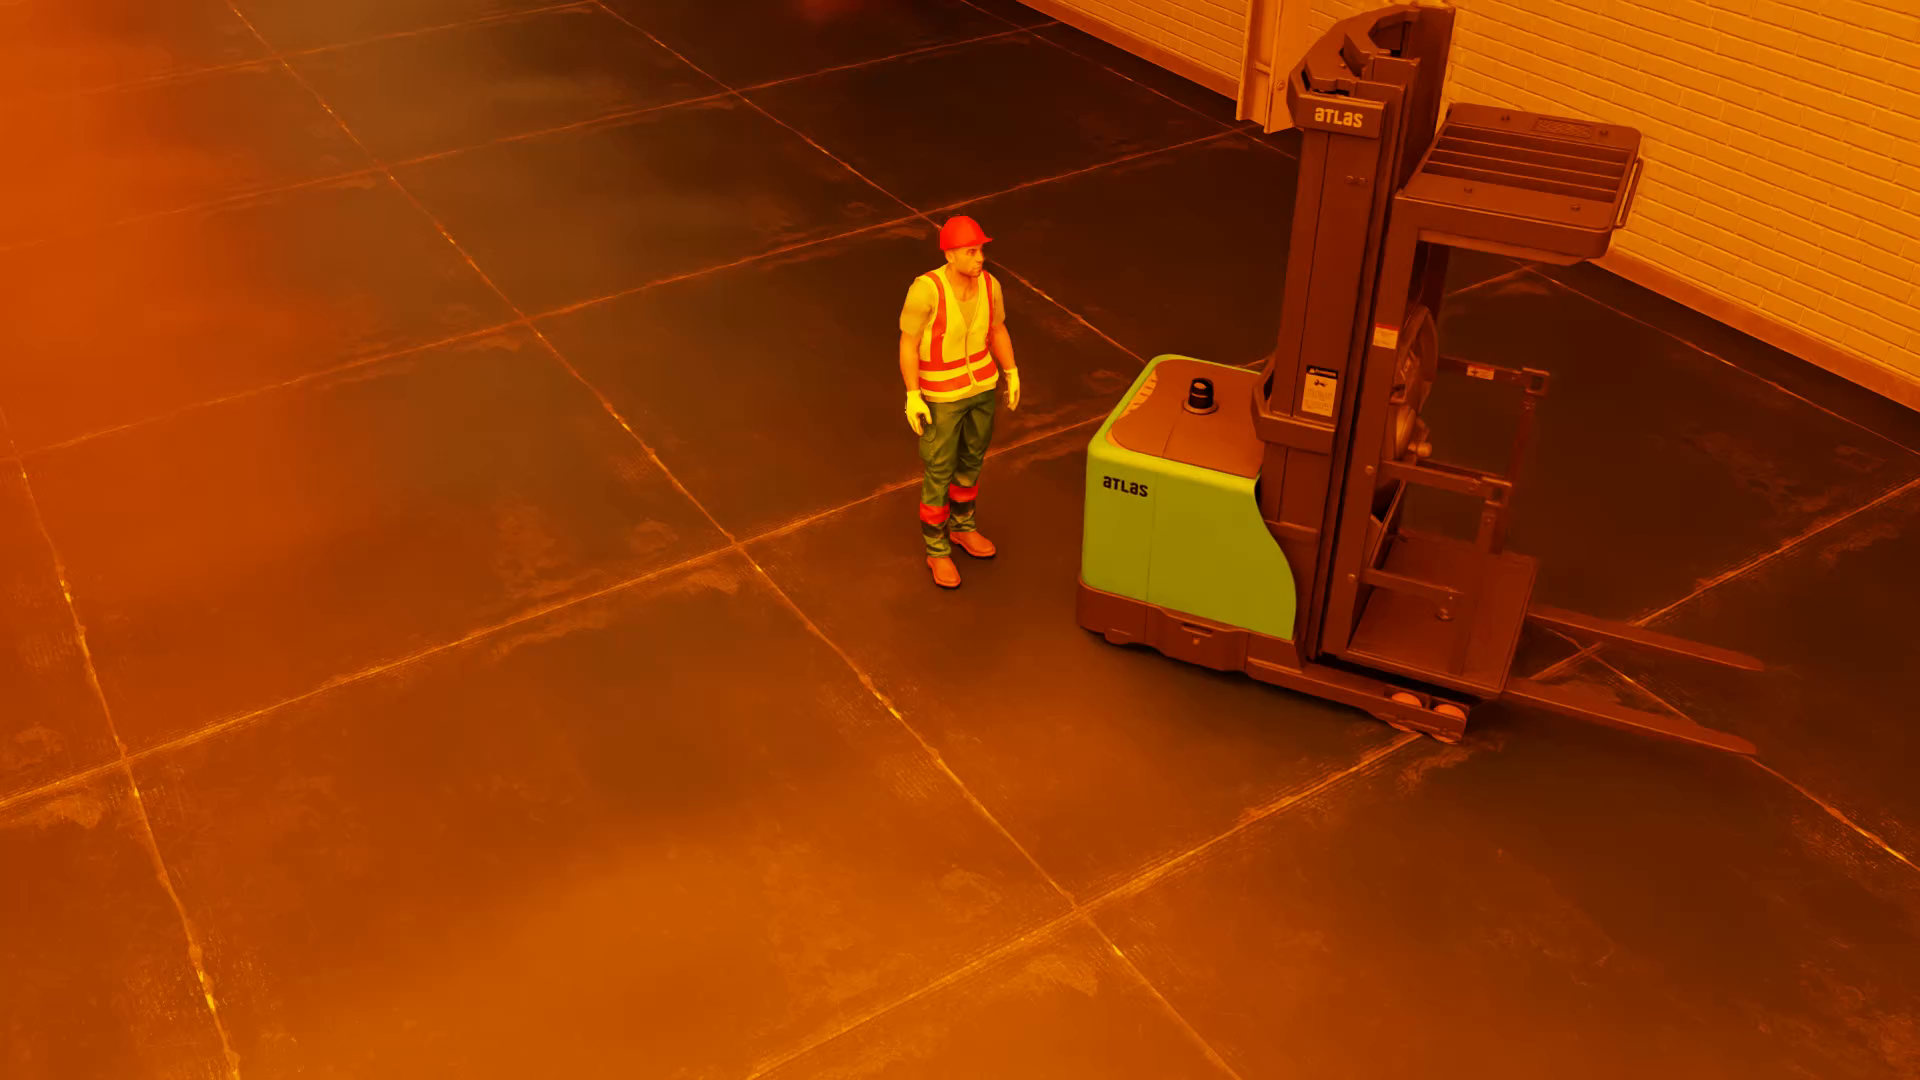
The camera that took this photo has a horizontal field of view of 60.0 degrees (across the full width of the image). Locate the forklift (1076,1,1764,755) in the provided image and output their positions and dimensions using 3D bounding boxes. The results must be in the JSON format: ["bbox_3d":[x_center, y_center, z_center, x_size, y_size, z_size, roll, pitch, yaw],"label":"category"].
[{"bbox_3d":[2.121,-0.648,7.069,3.031,2.935,1.130,15,38,20],"label":"forklift"}]

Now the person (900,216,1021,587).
[{"bbox_3d":[0.047,-0.696,8.125,0.668,1.789,0.560,-21,40,-27],"label":"person"}]
